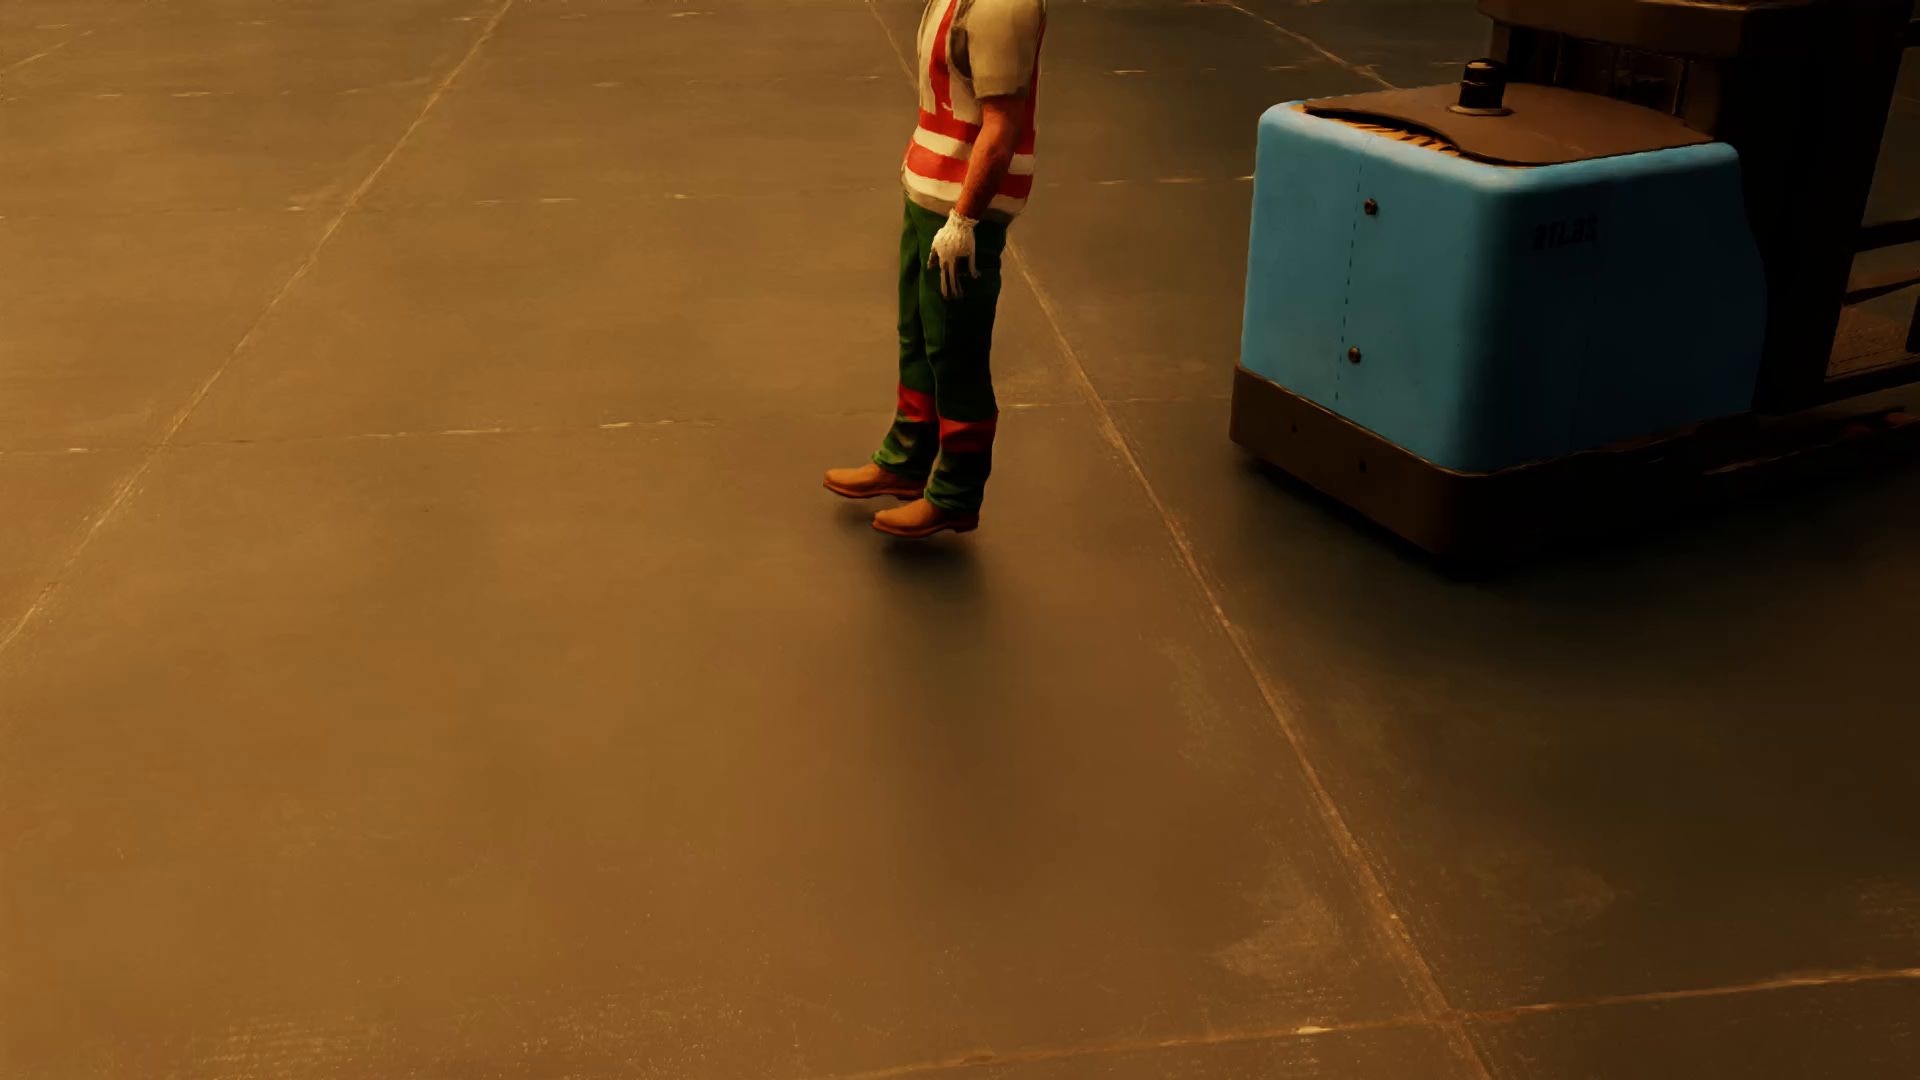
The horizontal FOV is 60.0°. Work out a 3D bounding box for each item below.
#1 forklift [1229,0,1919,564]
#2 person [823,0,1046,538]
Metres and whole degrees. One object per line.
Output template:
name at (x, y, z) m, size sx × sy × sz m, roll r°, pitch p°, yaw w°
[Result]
forklift at (2.376, -1.693, 4.742) m, size 3.031 × 2.935 × 1.130 m, roll -13°, pitch 29°, yaw -25°
person at (-0.081, -0.848, 4.198) m, size 0.563 × 1.787 × 0.637 m, roll -3°, pitch 26°, yaw -7°
